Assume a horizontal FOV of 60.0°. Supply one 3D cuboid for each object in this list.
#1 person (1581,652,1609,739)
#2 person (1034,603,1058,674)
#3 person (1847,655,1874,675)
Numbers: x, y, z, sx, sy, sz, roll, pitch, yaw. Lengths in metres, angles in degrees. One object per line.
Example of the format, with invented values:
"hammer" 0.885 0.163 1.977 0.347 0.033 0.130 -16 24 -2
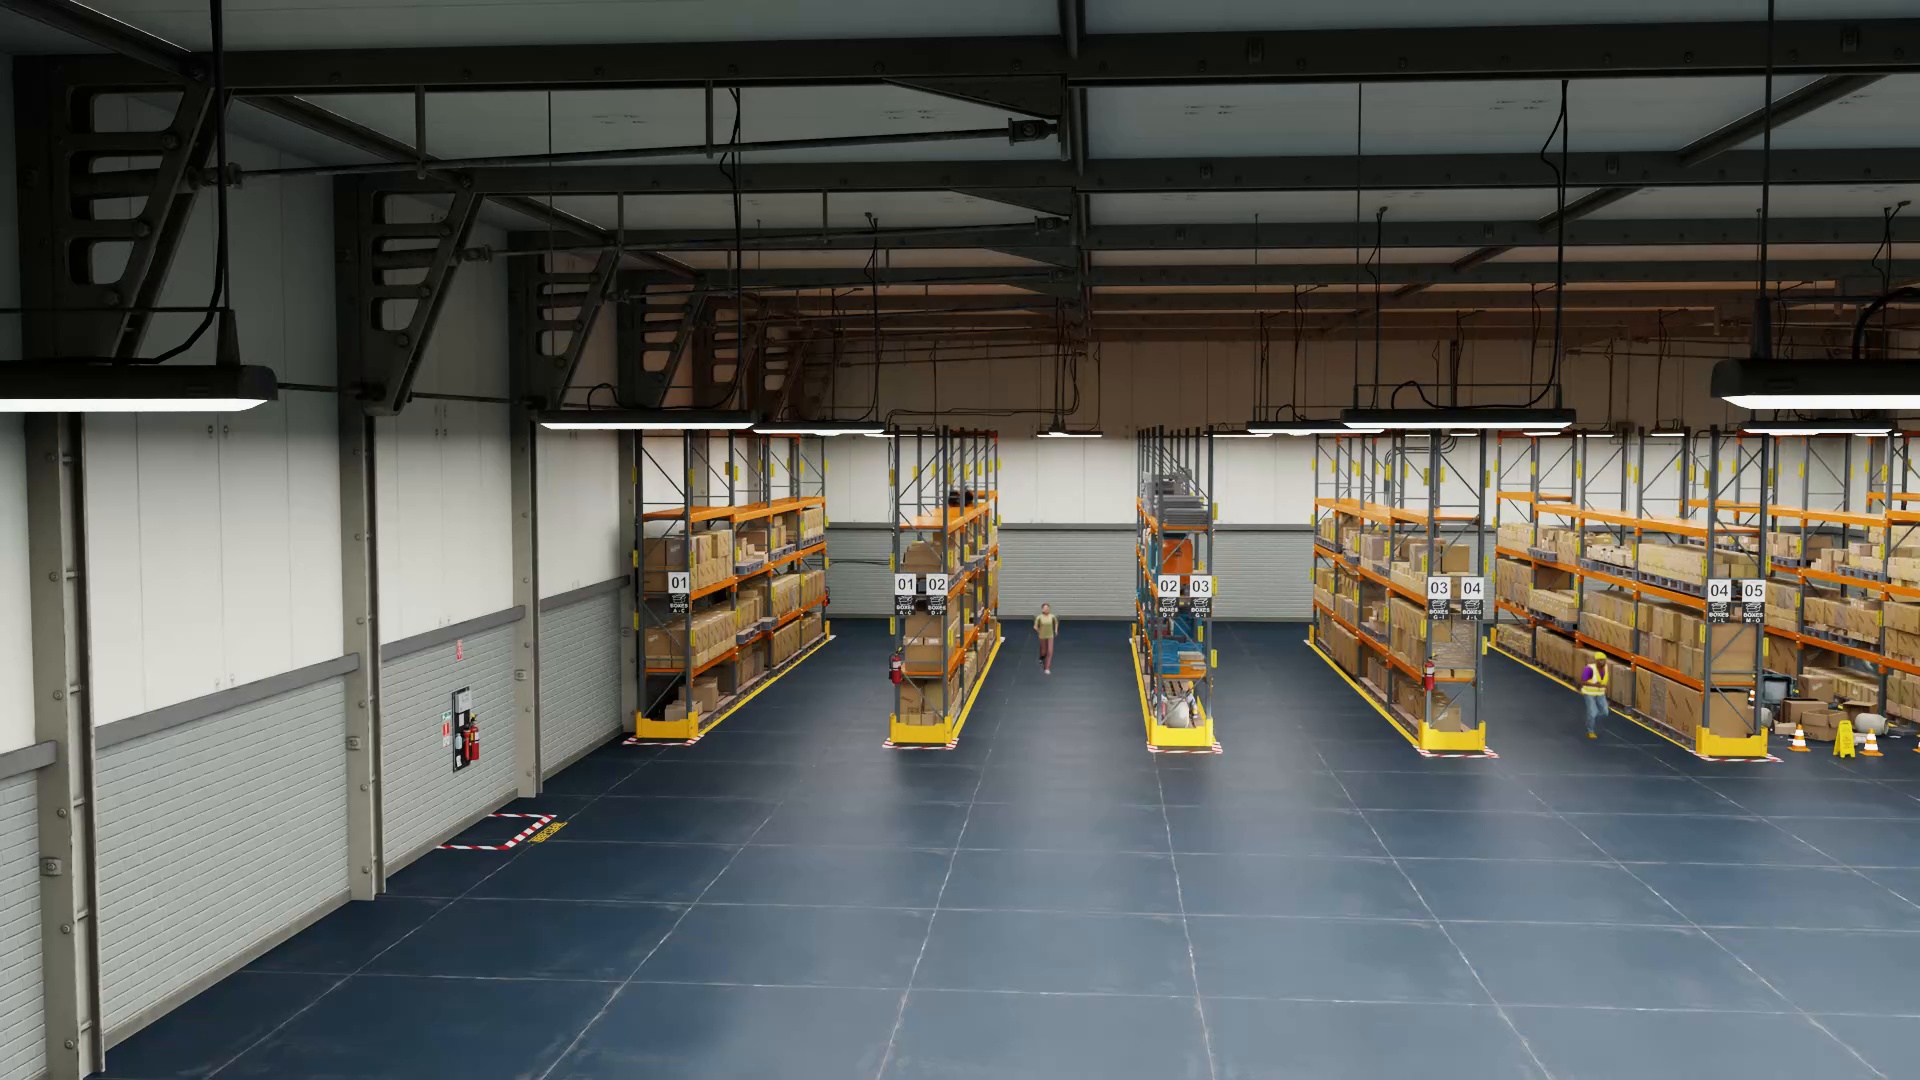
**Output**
"person" 12.183 2.971 31.784 0.678 1.694 0.687 -1 3 -11
"person" 2.026 2.288 38.856 0.593 1.620 0.894 0 3 -5
"person" 21.340 2.514 39.484 0.614 1.653 0.852 0 3 -8
